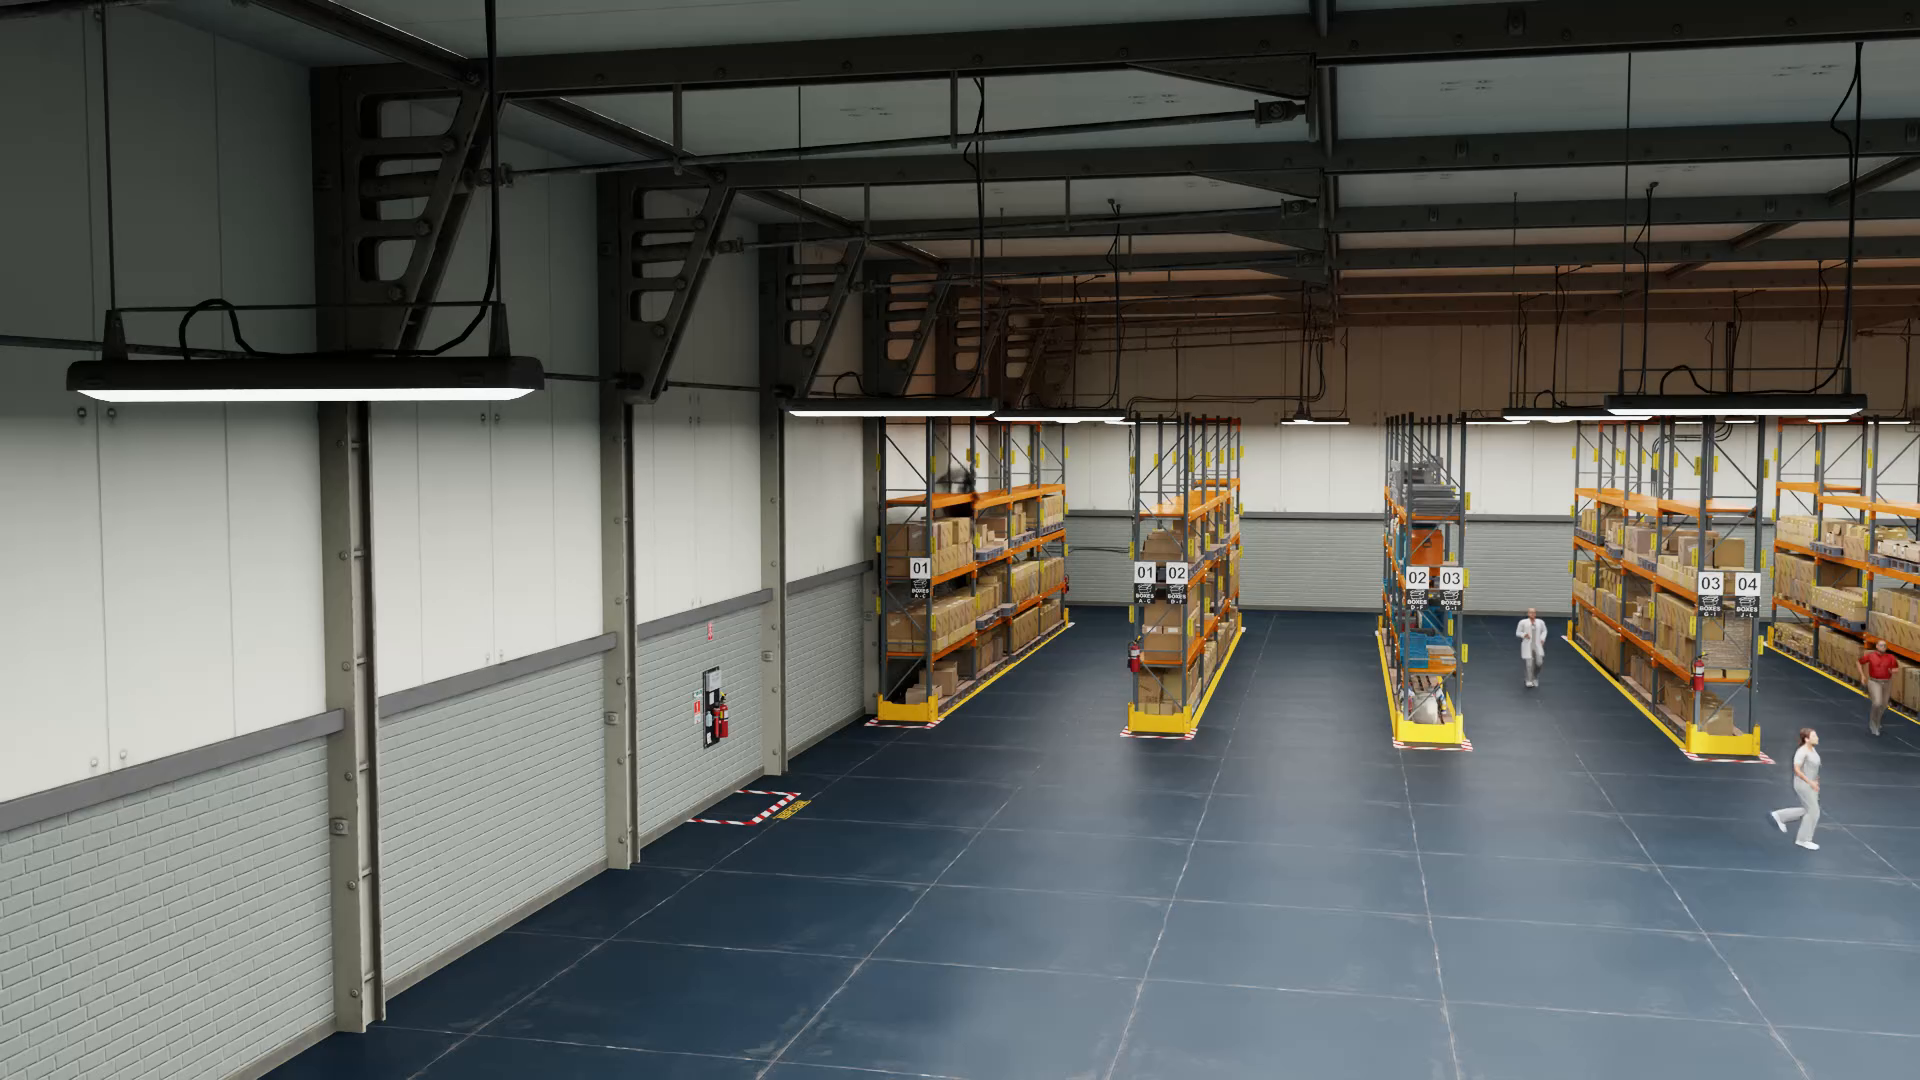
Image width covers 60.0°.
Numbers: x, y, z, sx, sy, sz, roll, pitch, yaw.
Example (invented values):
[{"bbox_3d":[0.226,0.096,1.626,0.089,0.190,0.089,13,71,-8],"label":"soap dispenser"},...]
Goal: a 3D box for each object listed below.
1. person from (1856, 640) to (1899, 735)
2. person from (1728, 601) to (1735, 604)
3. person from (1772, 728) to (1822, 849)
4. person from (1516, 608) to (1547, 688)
[{"bbox_3d":[17.233,2.766,31.164,0.631,1.798,0.768,0,4,4],"label":"person"},{"bbox_3d":[19.740,2.045,42.684,0.523,1.554,0.586,1,4,20],"label":"person"},{"bbox_3d":[11.477,3.371,22.781,0.638,1.651,0.572,3,5,42],"label":"person"},{"bbox_3d":[12.577,2.377,36.511,0.694,1.762,0.673,1,4,8],"label":"person"}]
